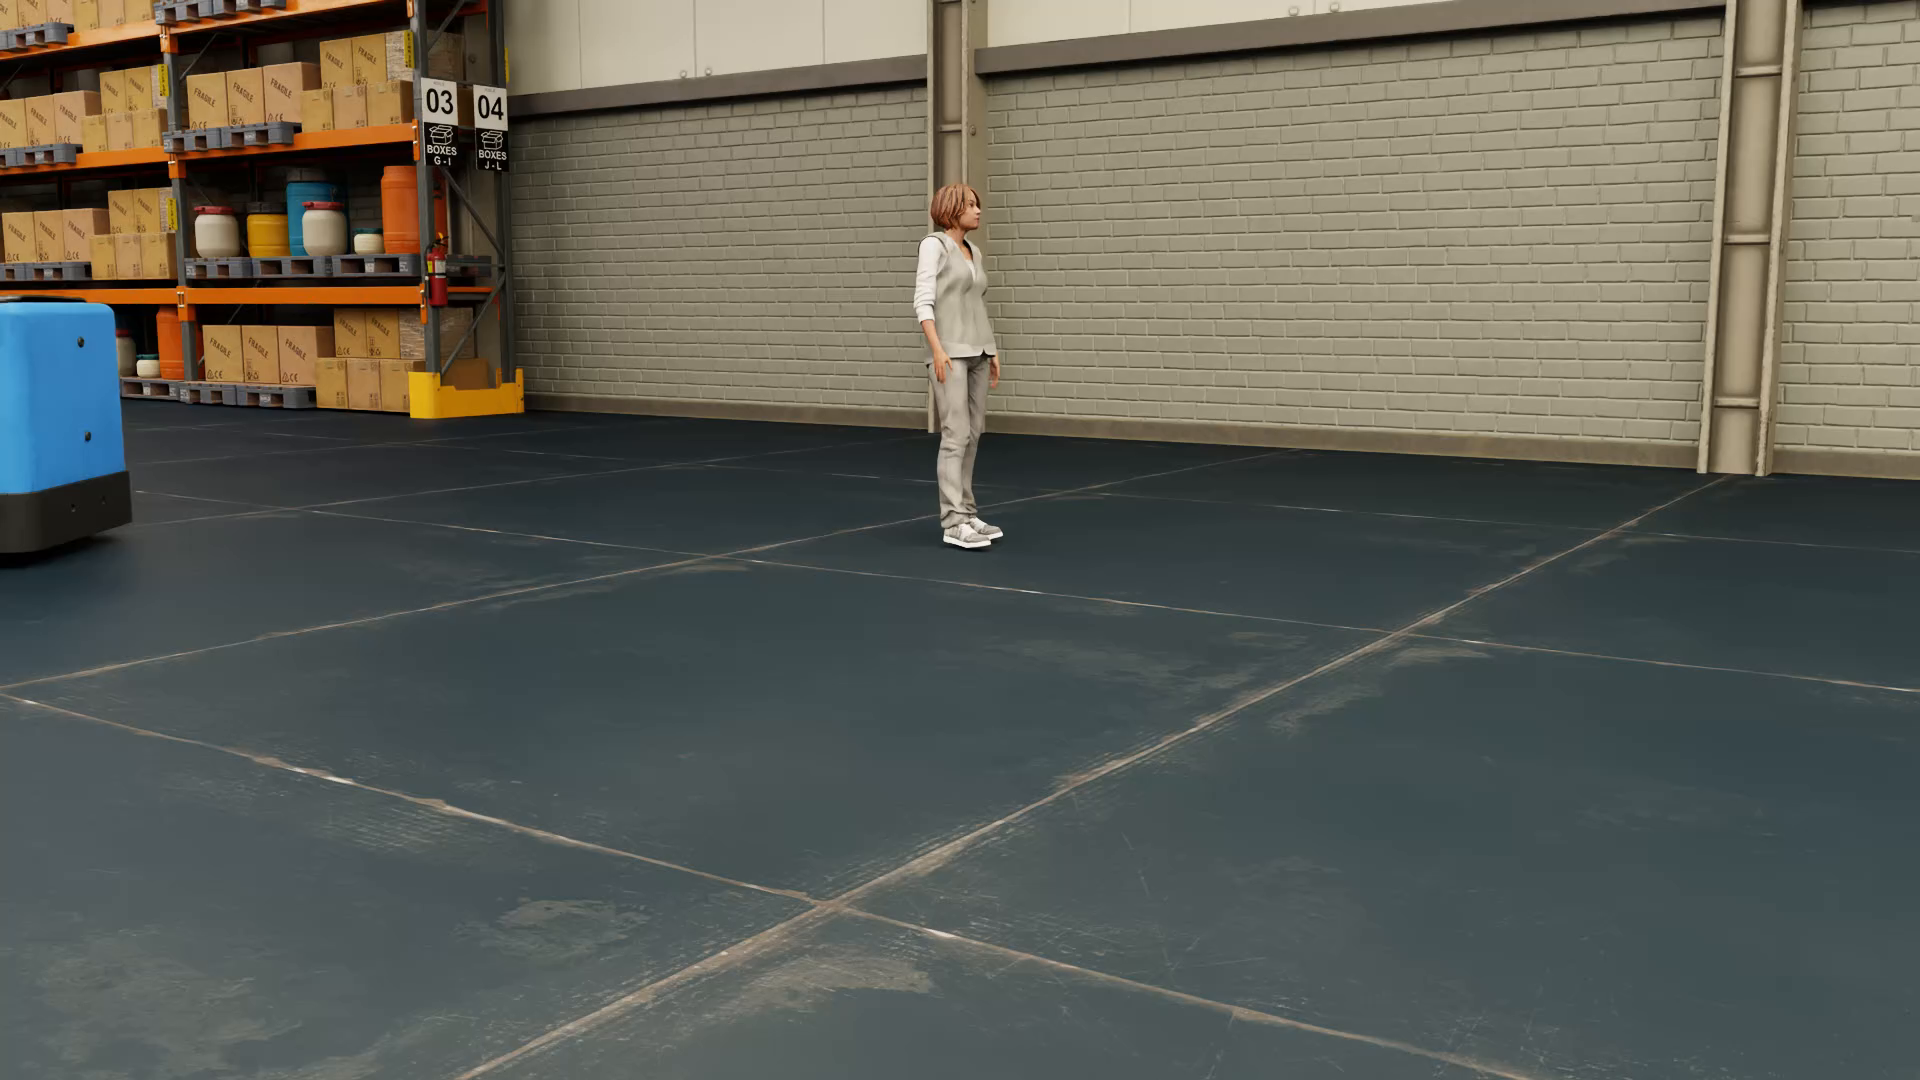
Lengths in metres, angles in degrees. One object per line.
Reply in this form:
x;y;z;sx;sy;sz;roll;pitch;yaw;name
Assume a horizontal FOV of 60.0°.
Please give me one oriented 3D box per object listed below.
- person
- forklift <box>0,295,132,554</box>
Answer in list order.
0.053;-0.791;7.438;0.475;1.597;0.520;5;10;34;person
-5.295;-1.384;6.928;3.031;2.935;1.130;-1;8;-4;forklift
